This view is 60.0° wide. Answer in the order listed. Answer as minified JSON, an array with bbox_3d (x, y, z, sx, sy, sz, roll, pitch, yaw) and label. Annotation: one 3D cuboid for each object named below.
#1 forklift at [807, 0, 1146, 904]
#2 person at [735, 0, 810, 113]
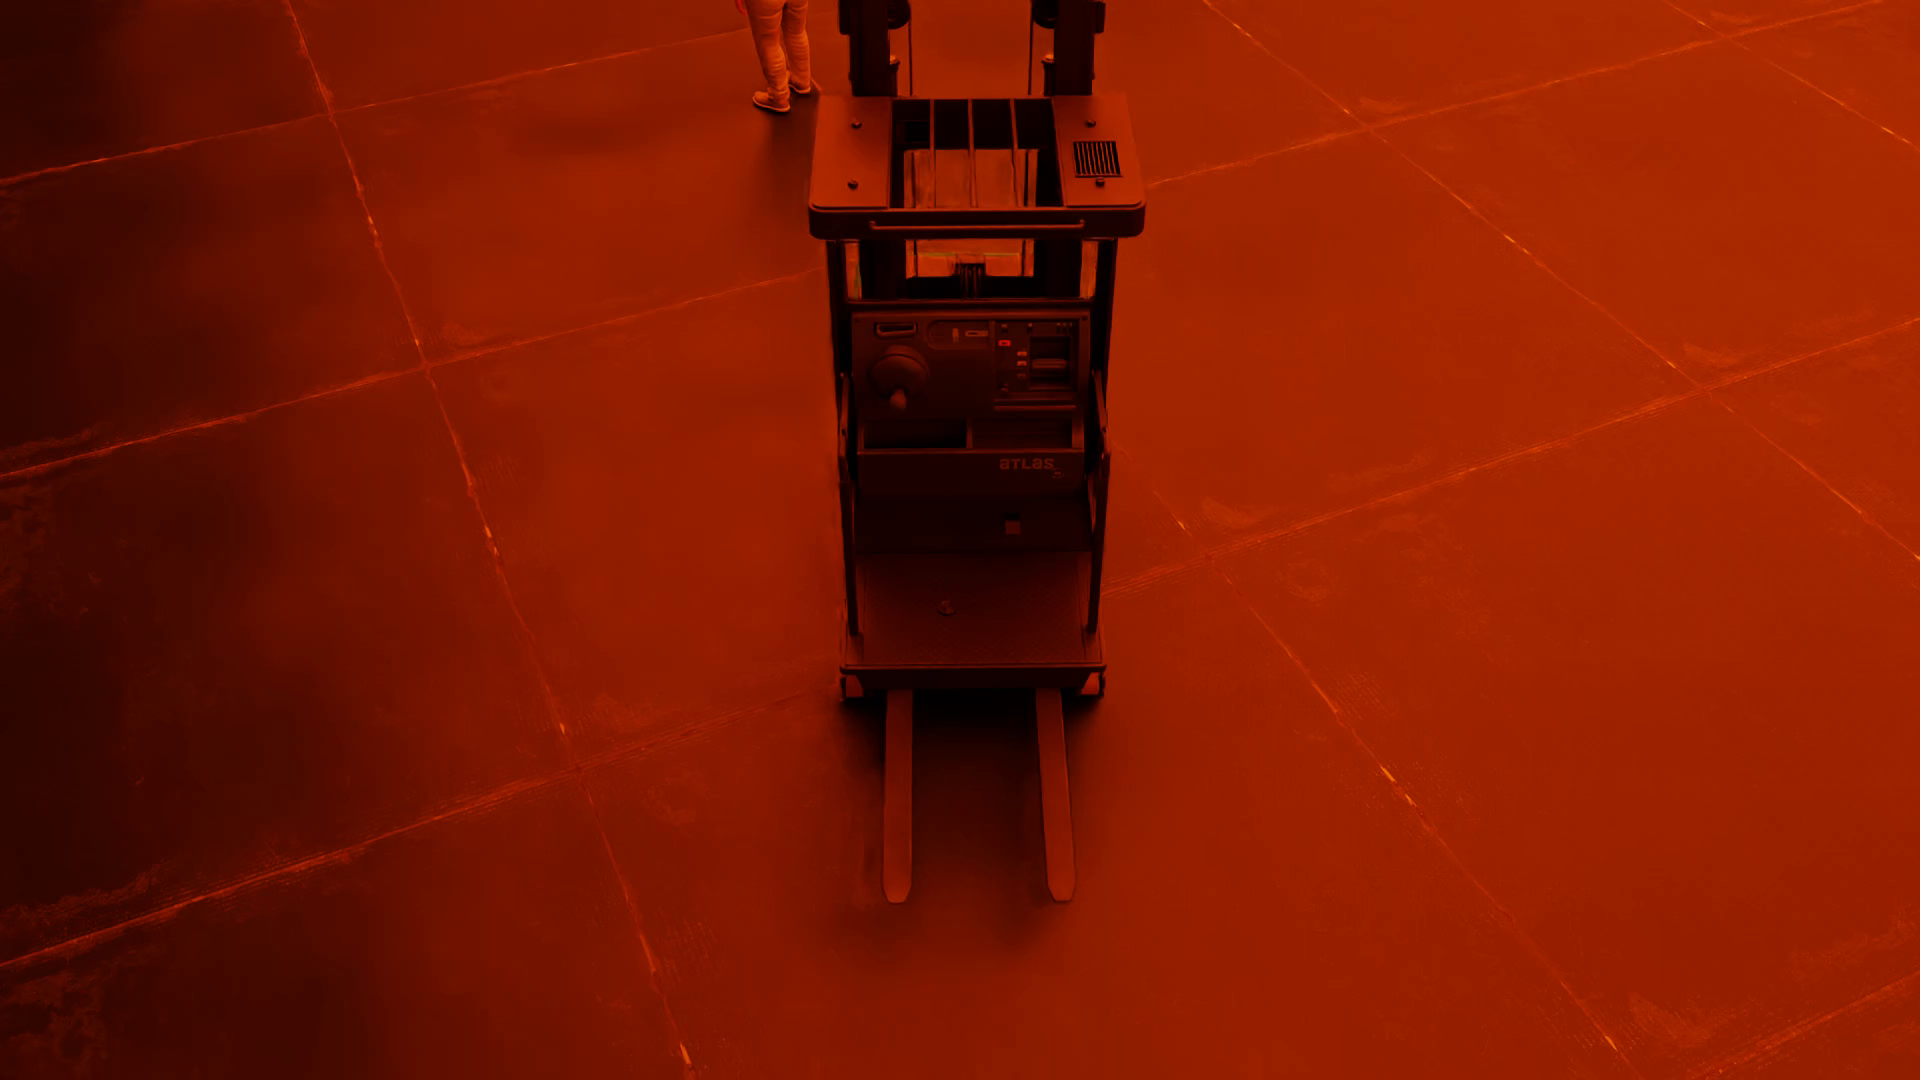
[{"bbox_3d":[0.048,-0.617,6.341,1.130,2.935,3.031,-1,43,-1],"label":"forklift"},{"bbox_3d":[-1.179,-3.467,10.311,0.598,1.670,0.529,-31,51,-29],"label":"person"}]
